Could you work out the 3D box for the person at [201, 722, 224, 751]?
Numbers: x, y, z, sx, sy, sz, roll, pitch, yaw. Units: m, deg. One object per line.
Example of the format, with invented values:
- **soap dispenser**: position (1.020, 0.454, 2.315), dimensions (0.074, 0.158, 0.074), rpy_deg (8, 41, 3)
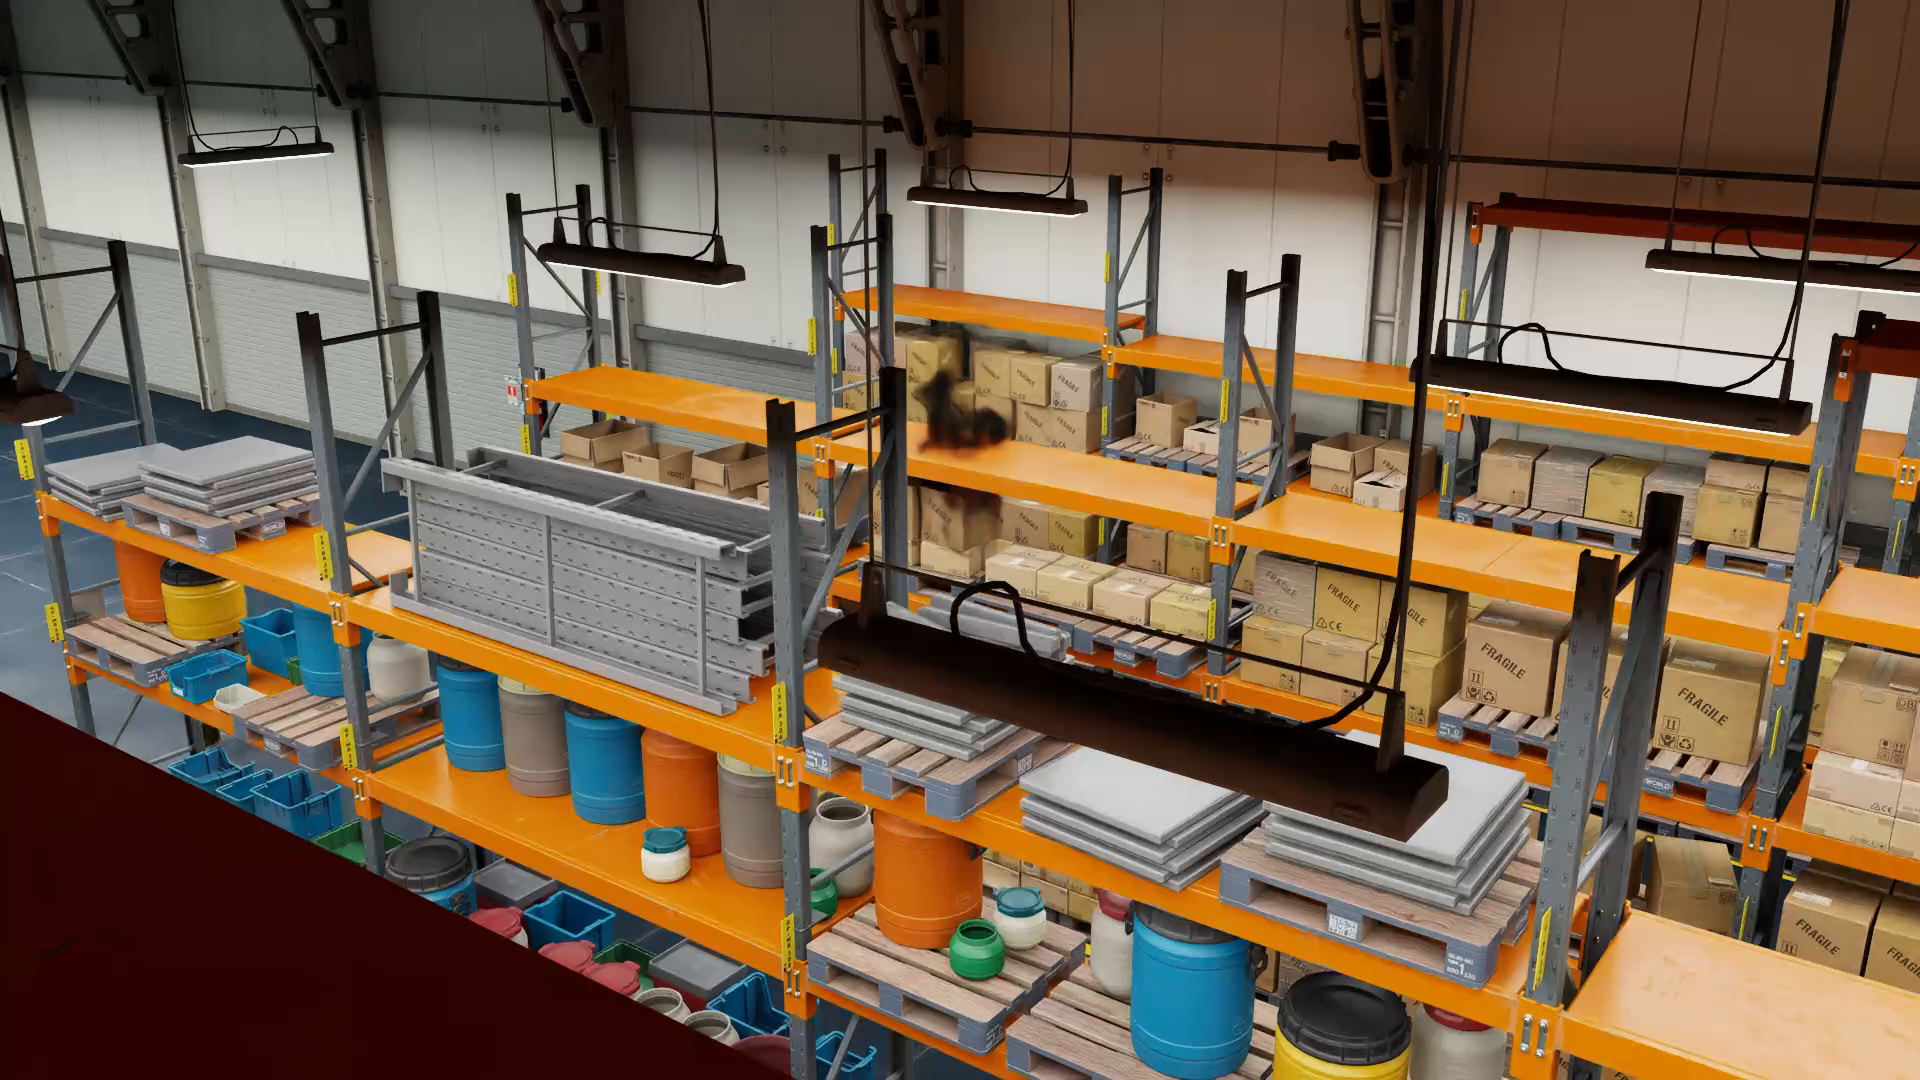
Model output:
- **person**: position (-7.950, 1.514, 18.008), dimensions (0.865, 1.743, 0.719), rpy_deg (-8, 20, -23)
